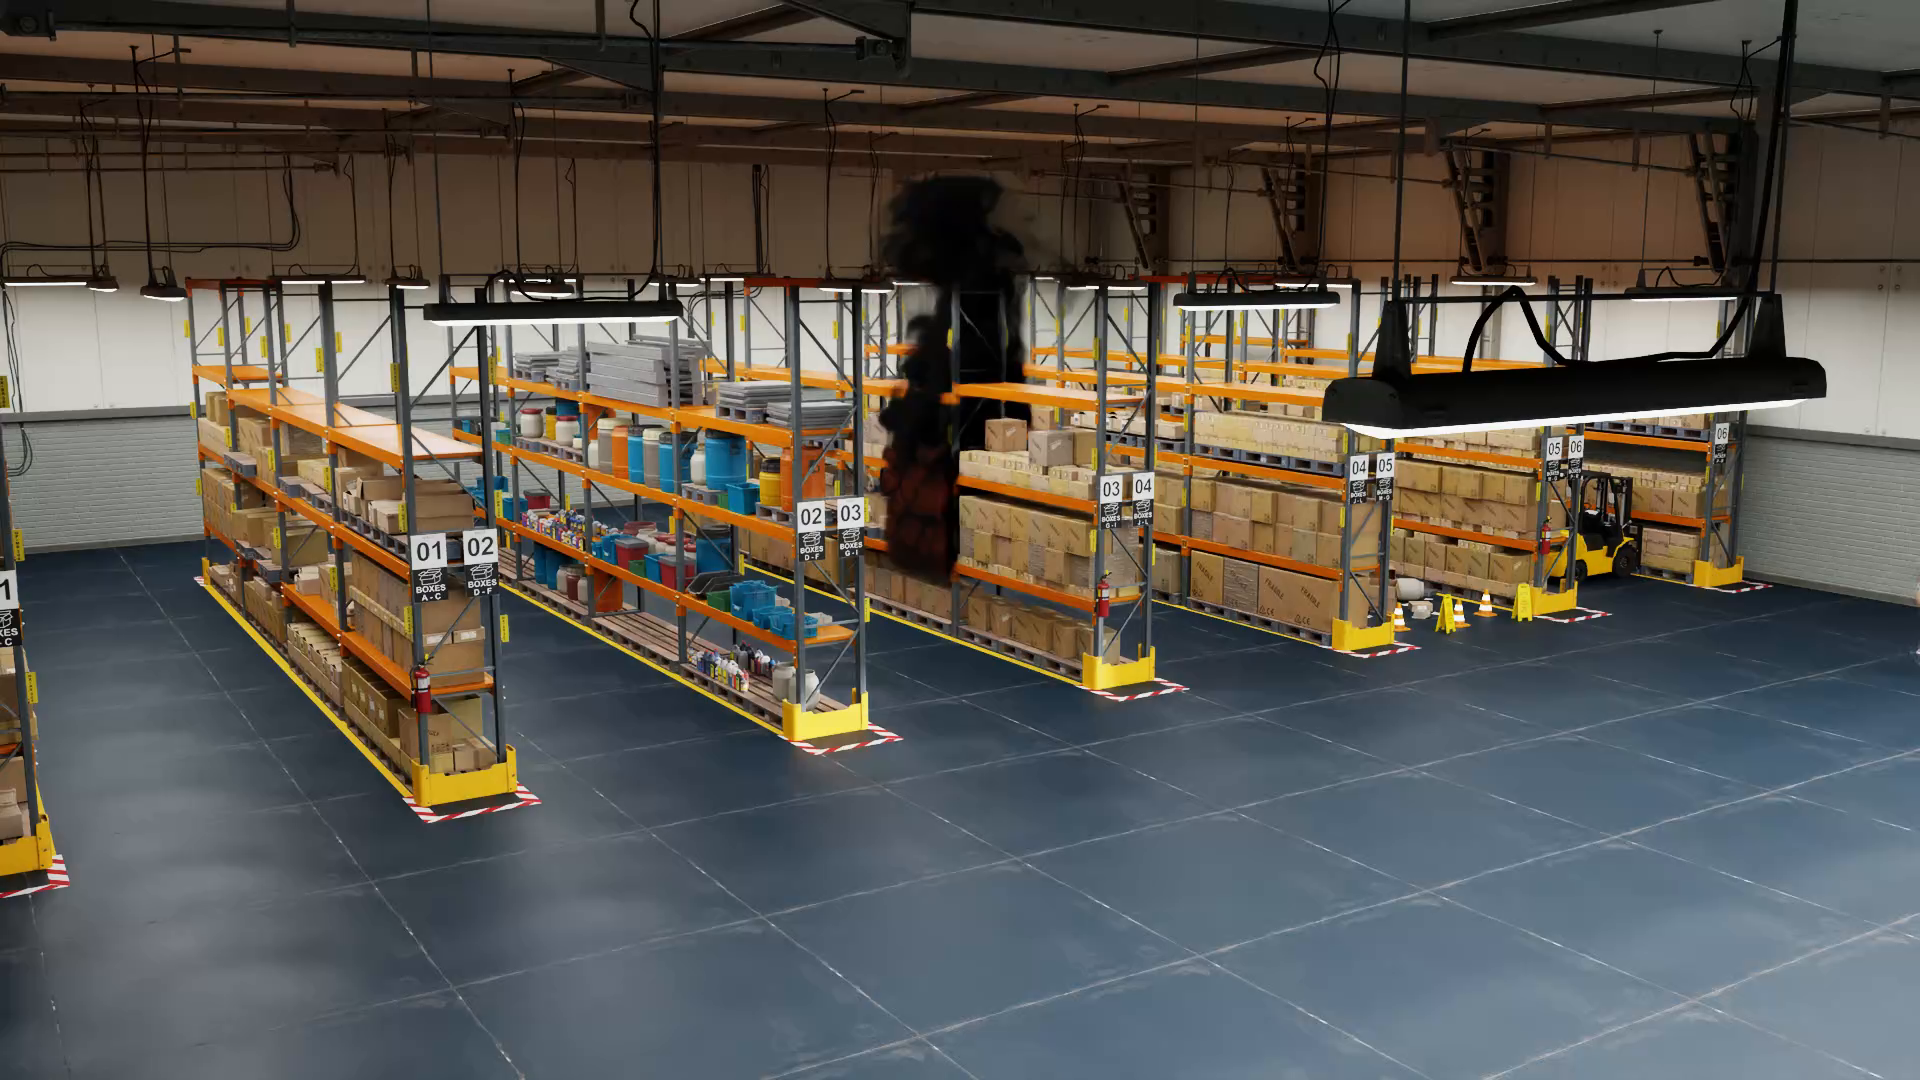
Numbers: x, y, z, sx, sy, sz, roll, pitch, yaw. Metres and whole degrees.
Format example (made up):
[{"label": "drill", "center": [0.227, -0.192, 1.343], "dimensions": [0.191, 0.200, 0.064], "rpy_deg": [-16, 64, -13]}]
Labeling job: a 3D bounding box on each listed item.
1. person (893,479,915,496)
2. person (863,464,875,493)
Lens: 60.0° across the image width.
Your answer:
[{"label": "person", "center": [-1.121, -0.435, 33.850], "dimensions": [0.662, 1.688, 0.586], "rpy_deg": [-7, 12, -36]}, {"label": "person", "center": [-2.244, -0.911, 38.164], "dimensions": [0.636, 1.821, 0.735], "rpy_deg": [-6, 11, -31]}]
